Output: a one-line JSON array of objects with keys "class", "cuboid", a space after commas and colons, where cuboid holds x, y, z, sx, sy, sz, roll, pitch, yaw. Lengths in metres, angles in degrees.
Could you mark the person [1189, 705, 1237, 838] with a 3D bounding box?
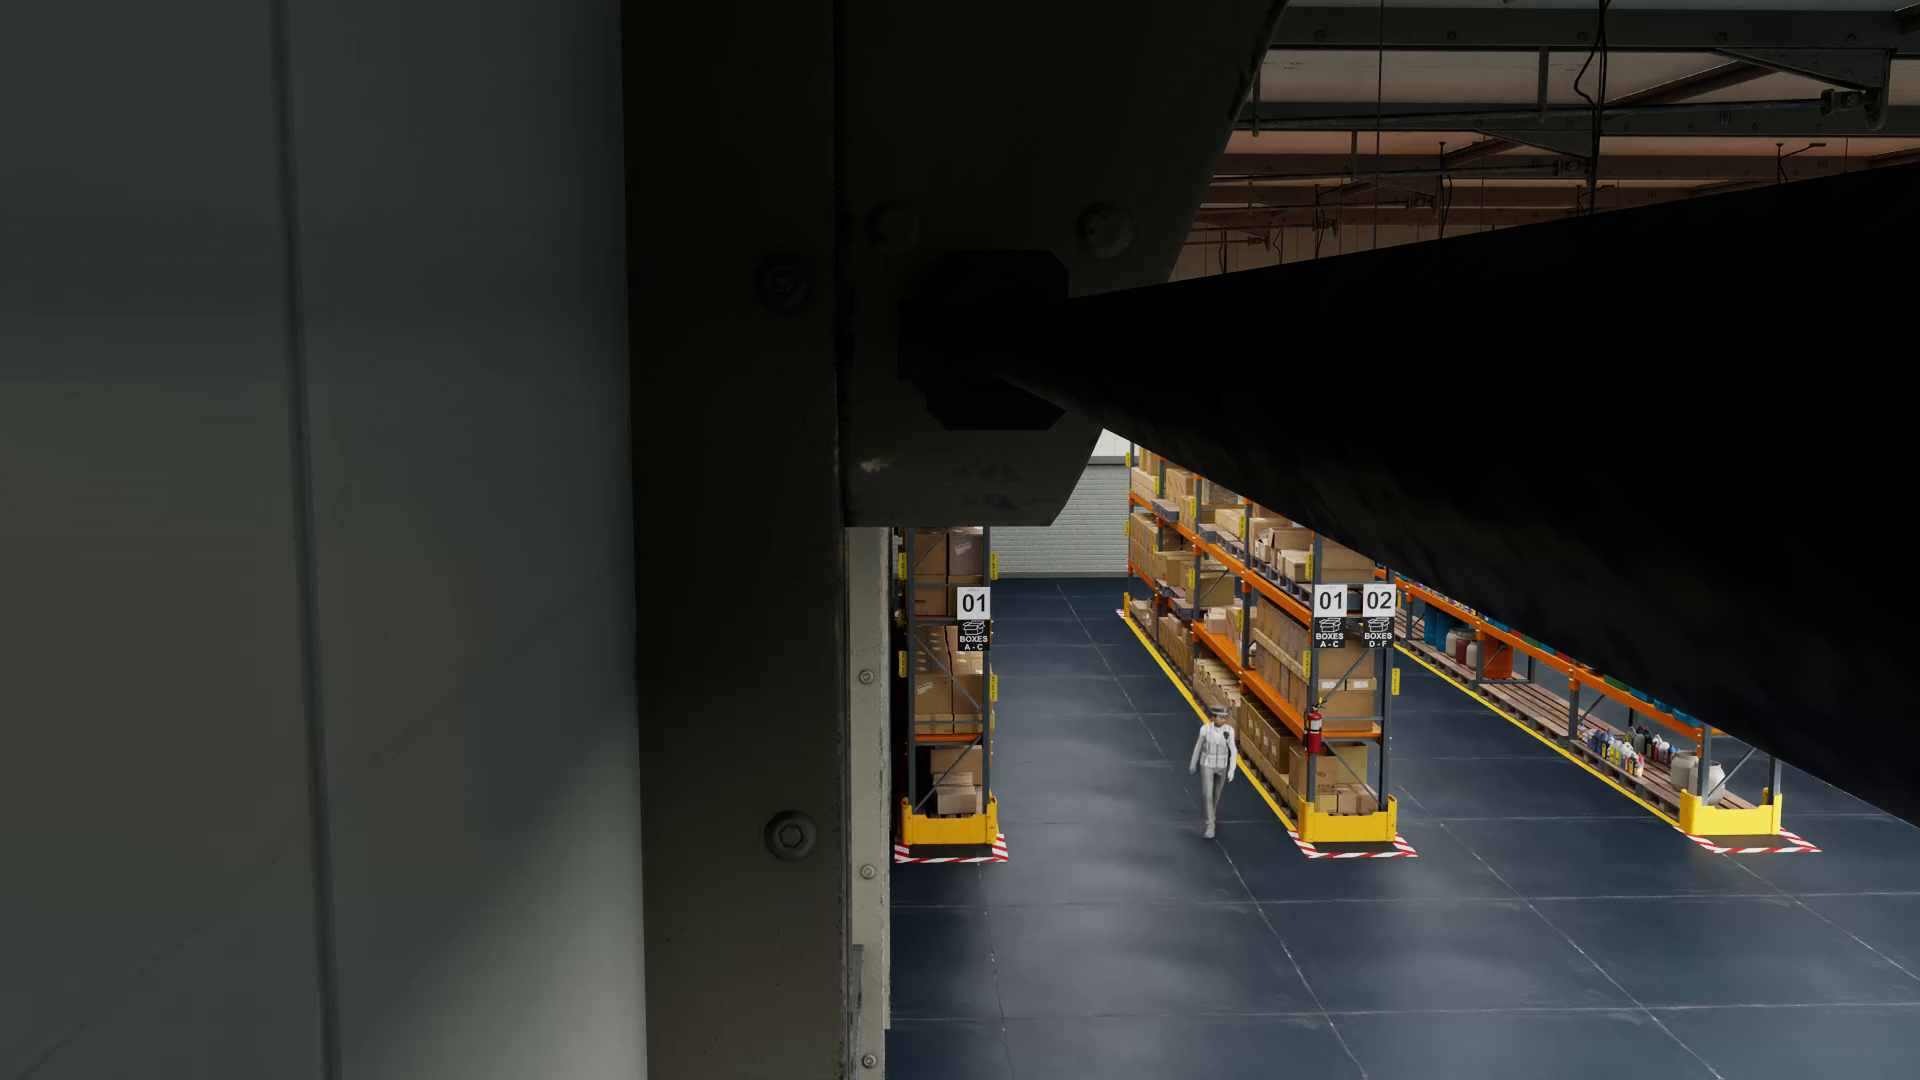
[{"class": "person", "cuboid": [3.209, 2.845, 20.886, 0.550, 1.578, 1.061, -1, 7, -6]}]
